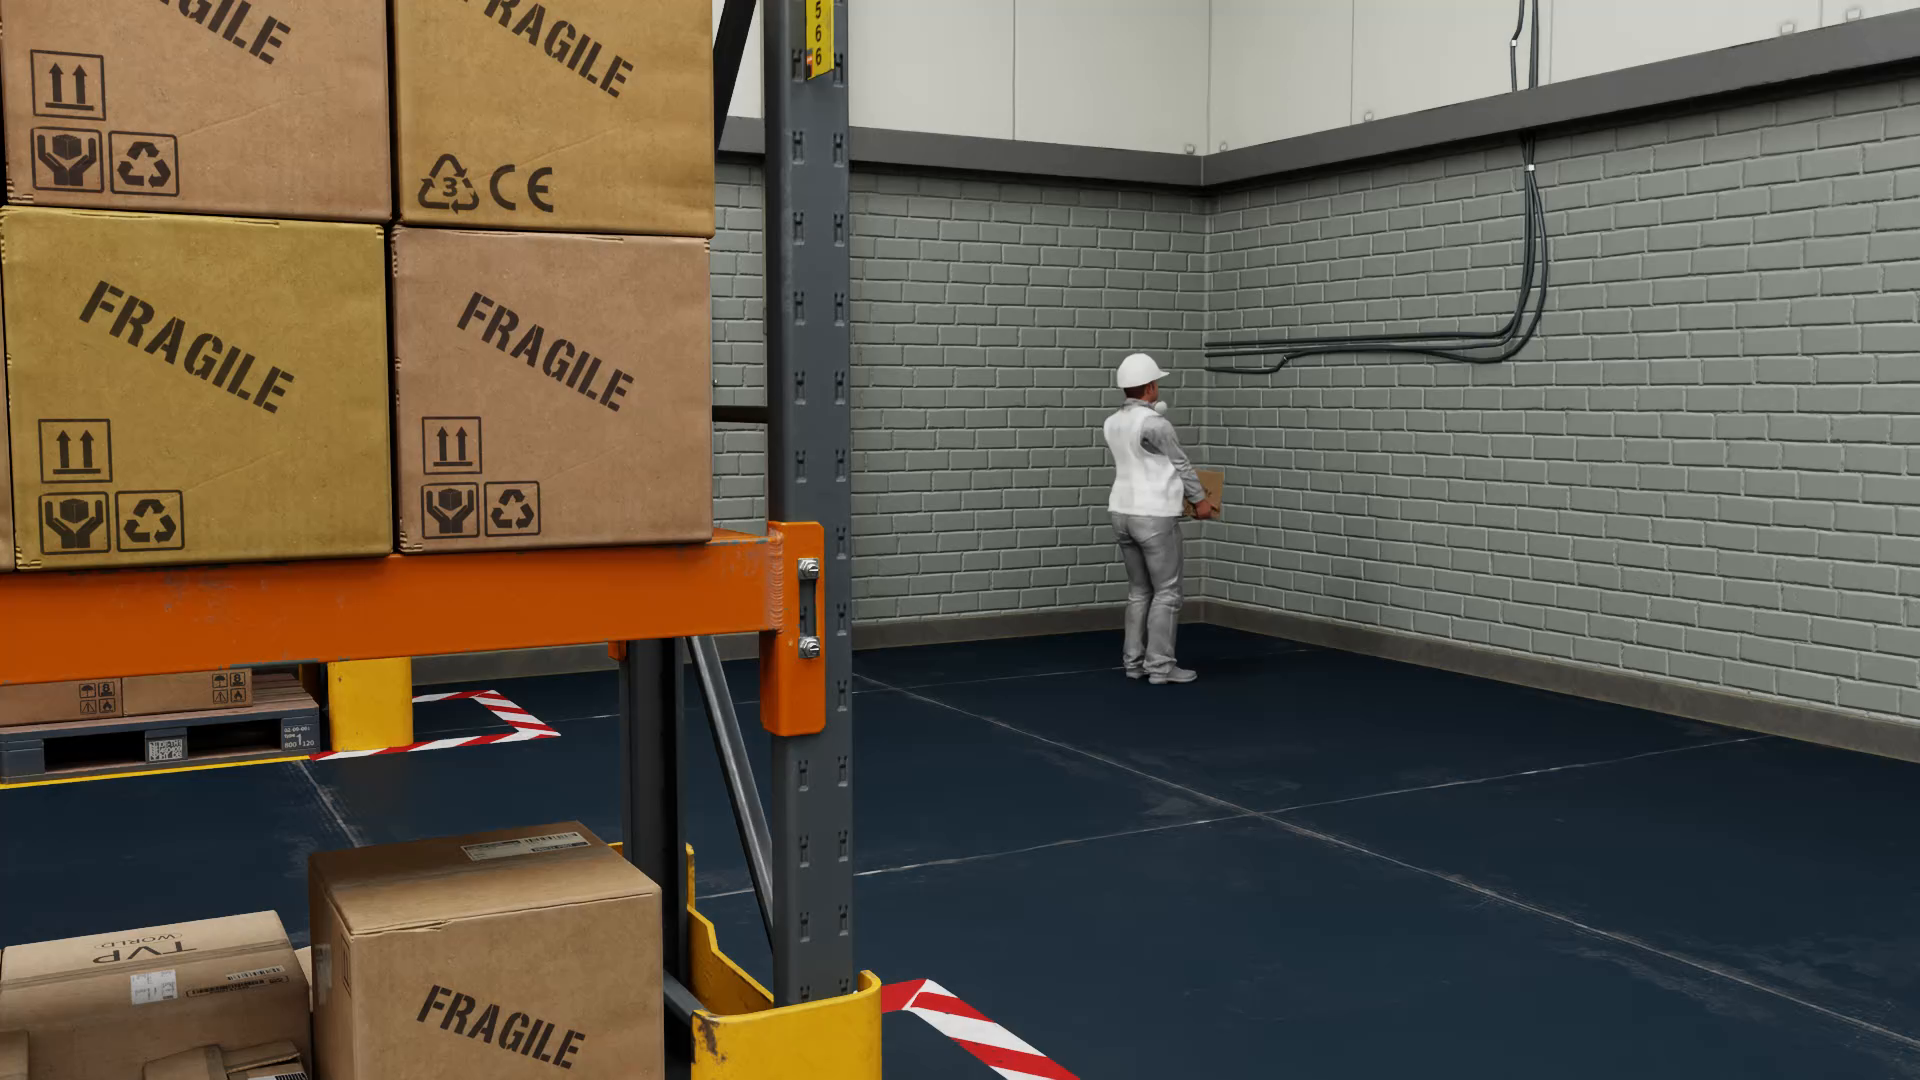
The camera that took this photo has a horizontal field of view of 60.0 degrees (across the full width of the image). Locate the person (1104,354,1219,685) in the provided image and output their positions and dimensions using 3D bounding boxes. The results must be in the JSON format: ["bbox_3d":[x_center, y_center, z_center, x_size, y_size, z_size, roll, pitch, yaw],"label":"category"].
[{"bbox_3d":[1.086,-0.121,9.024,0.553,1.767,0.495,-3,6,-28],"label":"person"}]
